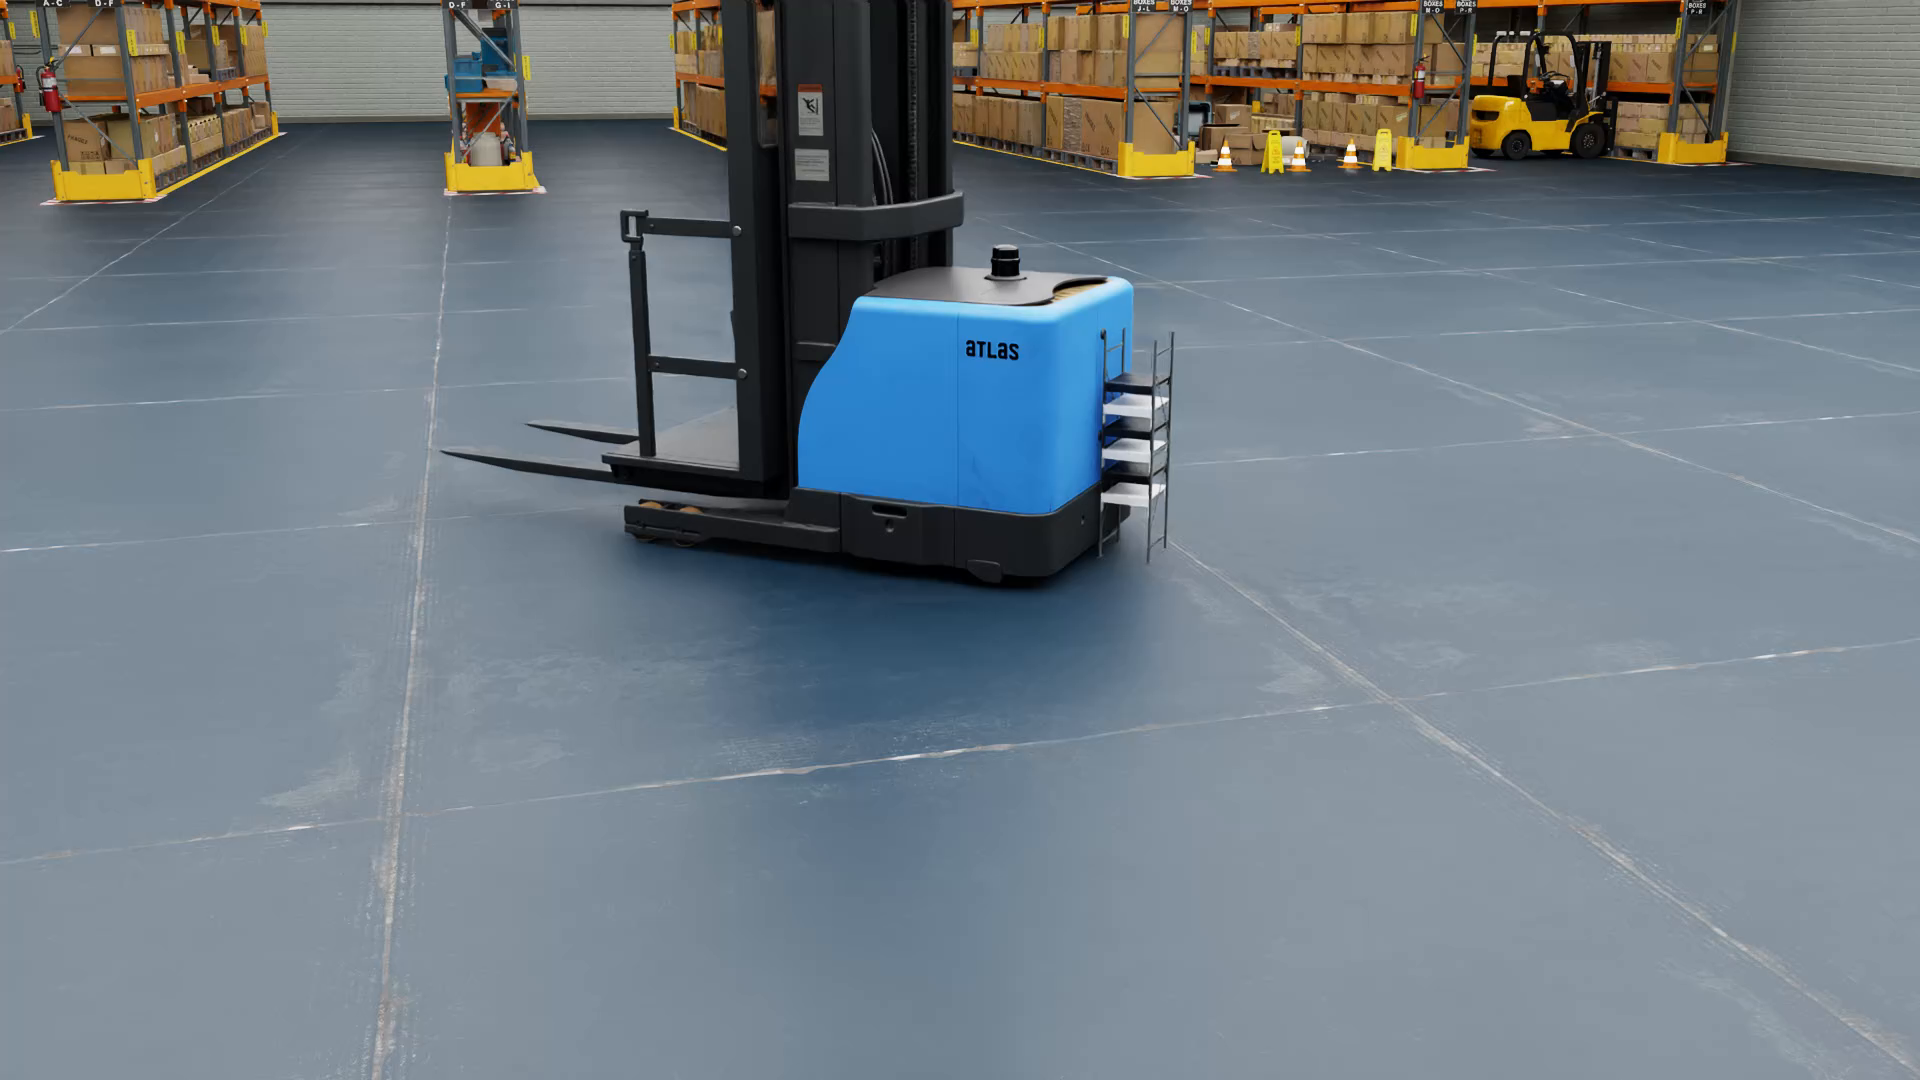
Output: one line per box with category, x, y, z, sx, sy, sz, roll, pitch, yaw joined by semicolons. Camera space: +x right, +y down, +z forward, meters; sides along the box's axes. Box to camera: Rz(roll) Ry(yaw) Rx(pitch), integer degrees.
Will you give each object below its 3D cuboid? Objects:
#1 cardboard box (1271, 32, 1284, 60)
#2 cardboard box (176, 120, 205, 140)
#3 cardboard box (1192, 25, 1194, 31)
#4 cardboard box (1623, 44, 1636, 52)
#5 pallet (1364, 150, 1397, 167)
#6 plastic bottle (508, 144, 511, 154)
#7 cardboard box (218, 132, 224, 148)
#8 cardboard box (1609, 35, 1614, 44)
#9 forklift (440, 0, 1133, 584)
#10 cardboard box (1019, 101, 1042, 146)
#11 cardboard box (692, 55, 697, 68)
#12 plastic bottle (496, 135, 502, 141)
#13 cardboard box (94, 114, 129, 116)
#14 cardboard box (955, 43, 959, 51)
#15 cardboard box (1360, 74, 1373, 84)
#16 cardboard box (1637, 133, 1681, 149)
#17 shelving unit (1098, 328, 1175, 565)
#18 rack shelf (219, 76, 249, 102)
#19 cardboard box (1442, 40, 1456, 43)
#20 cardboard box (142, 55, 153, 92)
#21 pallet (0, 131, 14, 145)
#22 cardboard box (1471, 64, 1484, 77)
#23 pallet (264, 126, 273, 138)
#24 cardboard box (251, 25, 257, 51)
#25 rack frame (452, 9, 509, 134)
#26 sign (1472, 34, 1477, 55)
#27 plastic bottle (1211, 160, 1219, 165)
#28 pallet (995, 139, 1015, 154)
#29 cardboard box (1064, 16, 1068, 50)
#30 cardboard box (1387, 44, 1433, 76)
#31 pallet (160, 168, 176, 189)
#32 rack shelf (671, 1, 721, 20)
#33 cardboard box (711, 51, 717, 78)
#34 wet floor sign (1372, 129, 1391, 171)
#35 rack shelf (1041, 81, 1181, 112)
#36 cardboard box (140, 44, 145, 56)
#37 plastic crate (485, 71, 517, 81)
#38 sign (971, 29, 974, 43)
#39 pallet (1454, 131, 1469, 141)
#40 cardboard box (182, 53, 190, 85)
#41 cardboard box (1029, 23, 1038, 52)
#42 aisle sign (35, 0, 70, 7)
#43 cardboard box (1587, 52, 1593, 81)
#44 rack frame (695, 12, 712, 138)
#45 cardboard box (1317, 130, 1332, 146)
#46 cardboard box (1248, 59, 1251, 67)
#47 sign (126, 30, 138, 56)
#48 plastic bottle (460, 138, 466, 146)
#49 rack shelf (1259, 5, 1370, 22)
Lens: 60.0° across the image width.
cardboard box;6.179;-9.274;31.192;0.500;0.500;0.500;-5;17;-15
cardboard box;-12.540;-6.639;26.916;0.500;0.311;0.500;-5;18;-17
cardboard box;5.023;-10.533;34.891;0.500;0.500;0.500;-4;17;-14
cardboard box;11.883;-8.640;29.200;0.380;0.149;0.250;-5;18;-17
pallet;7.554;-6.443;28.034;1.003;0.211;1.213;-5;17;-15
plastic bottle;-6.820;-5.880;25.290;0.097;0.271;0.097;0;17;0
cardboard box;-13.110;-6.935;28.875;0.500;0.250;0.500;-4;17;-14
cardboard box;11.807;-8.930;29.650;0.380;0.149;0.250;-4;17;-14
forklift;-0.839;-1.502;6.858;3.031;2.935;1.130;7;18;23
cardboard box;1.676;-7.505;29.904;1.050;0.750;0.750;-5;17;-16
cardboard box;-5.436;-10.238;35.563;0.500;0.250;0.500;-5;17;-16
plastic bottle;-7.311;-6.236;26.339;0.144;0.351;0.185;-5;17;-15
cardboard box;-12.418;-6.023;24.536;0.500;0.500;0.500;-5;17;-15
cardboard box;0.119;-9.930;33.470;0.380;0.149;0.250;-4;17;-14
cardboard box;7.037;-7.844;28.289;0.380;0.149;0.250;-5;17;-16
cardboard box;12.102;-6.912;28.800;0.500;0.250;0.500;-5;17;-15
shelving unit;0.703;-0.375;6.637;0.210;0.900;0.258;7;18;23
rack shelf;-14.039;-8.386;30.905;1.077;0.370;4.000;-5;17;-15
cardboard box;10.346;-10.540;35.922;0.500;0.500;0.500;-4;17;-13
cardboard box;-11.835;-6.570;23.437;0.700;0.500;0.500;-4;17;-14
pallet;-19.823;-8.110;33.583;1.003;0.211;1.213;-5;17;-15
cardboard box;10.646;-9.497;33.615;0.500;0.250;0.500;-4;17;-13
pallet;-15.447;-8.813;35.924;1.003;0.211;1.213;-5;17;-15
cardboard box;-14.873;-10.390;34.417;0.500;0.500;0.500;-4;17;-14
rack frame;-9.825;-9.674;33.943;1.000;3.000;0.127;-5;17;-15
sign;8.285;-7.987;26.824;0.100;0.325;0.005;-5;17;-15
plastic bottle;4.318;-6.358;28.011;0.133;0.061;0.283;-12;20;-34
pallet;1.309;-7.427;31.310;1.003;0.211;1.213;-5;17;-15
cardboard box;2.264;-8.558;28.091;0.875;0.550;0.550;-5;17;-15
cardboard box;7.350;-7.848;27.175;0.500;0.500;0.500;-5;17;-16
pallet;-11.873;-5.174;23.809;1.003;0.211;1.213;-5;17;-15
rack shelf;-5.612;-11.711;36.761;1.077;0.370;4.000;-5;17;-15
cardboard box;-4.614;-9.406;32.876;0.500;0.500;0.500;-5;18;-17
wet floor sign;6.787;-6.265;26.687;0.267;0.644;0.232;1;17;4
rack shelf;2.483;-7.319;27.354;1.077;0.370;4.000;-5;17;-15
cardboard box;-11.547;-6.804;23.089;0.380;0.149;0.250;-5;17;-16
plastic crate;-7.061;-7.105;25.650;0.499;0.251;0.616;-5;17;-15
sign;0.267;-11.029;36.442;0.100;0.325;0.005;-5;17;-15
pallet;10.857;-8.233;33.993;1.003;0.211;1.213;-5;17;-15
cardboard box;-13.012;-7.762;27.405;0.500;0.500;0.500;-6;18;-18
cardboard box;1.647;-9.023;29.863;0.700;0.500;0.500;-5;17;-16
aisle sign;-11.555;-7.168;21.081;0.394;0.787;0.004;-5;17;-15
cardboard box;11.606;-8.651;30.365;0.500;0.500;0.500;-5;17;-16
rack frame;-5.062;-10.066;35.247;1.000;3.000;0.127;-5;17;-15
cardboard box;6.725;-7.189;29.721;0.500;0.250;0.500;-4;17;-12
cardboard box;5.864;-9.345;32.556;0.380;0.149;0.250;-4;17;-13
sign;-10.755;-6.459;21.598;0.100;0.325;0.005;-5;17;-15
plastic bottle;-7.635;-5.977;25.477;0.144;0.351;0.185;-5;17;-16
rack shelf;8.688;-12.888;40.679;1.077;0.370;4.000;-5;17;-15
